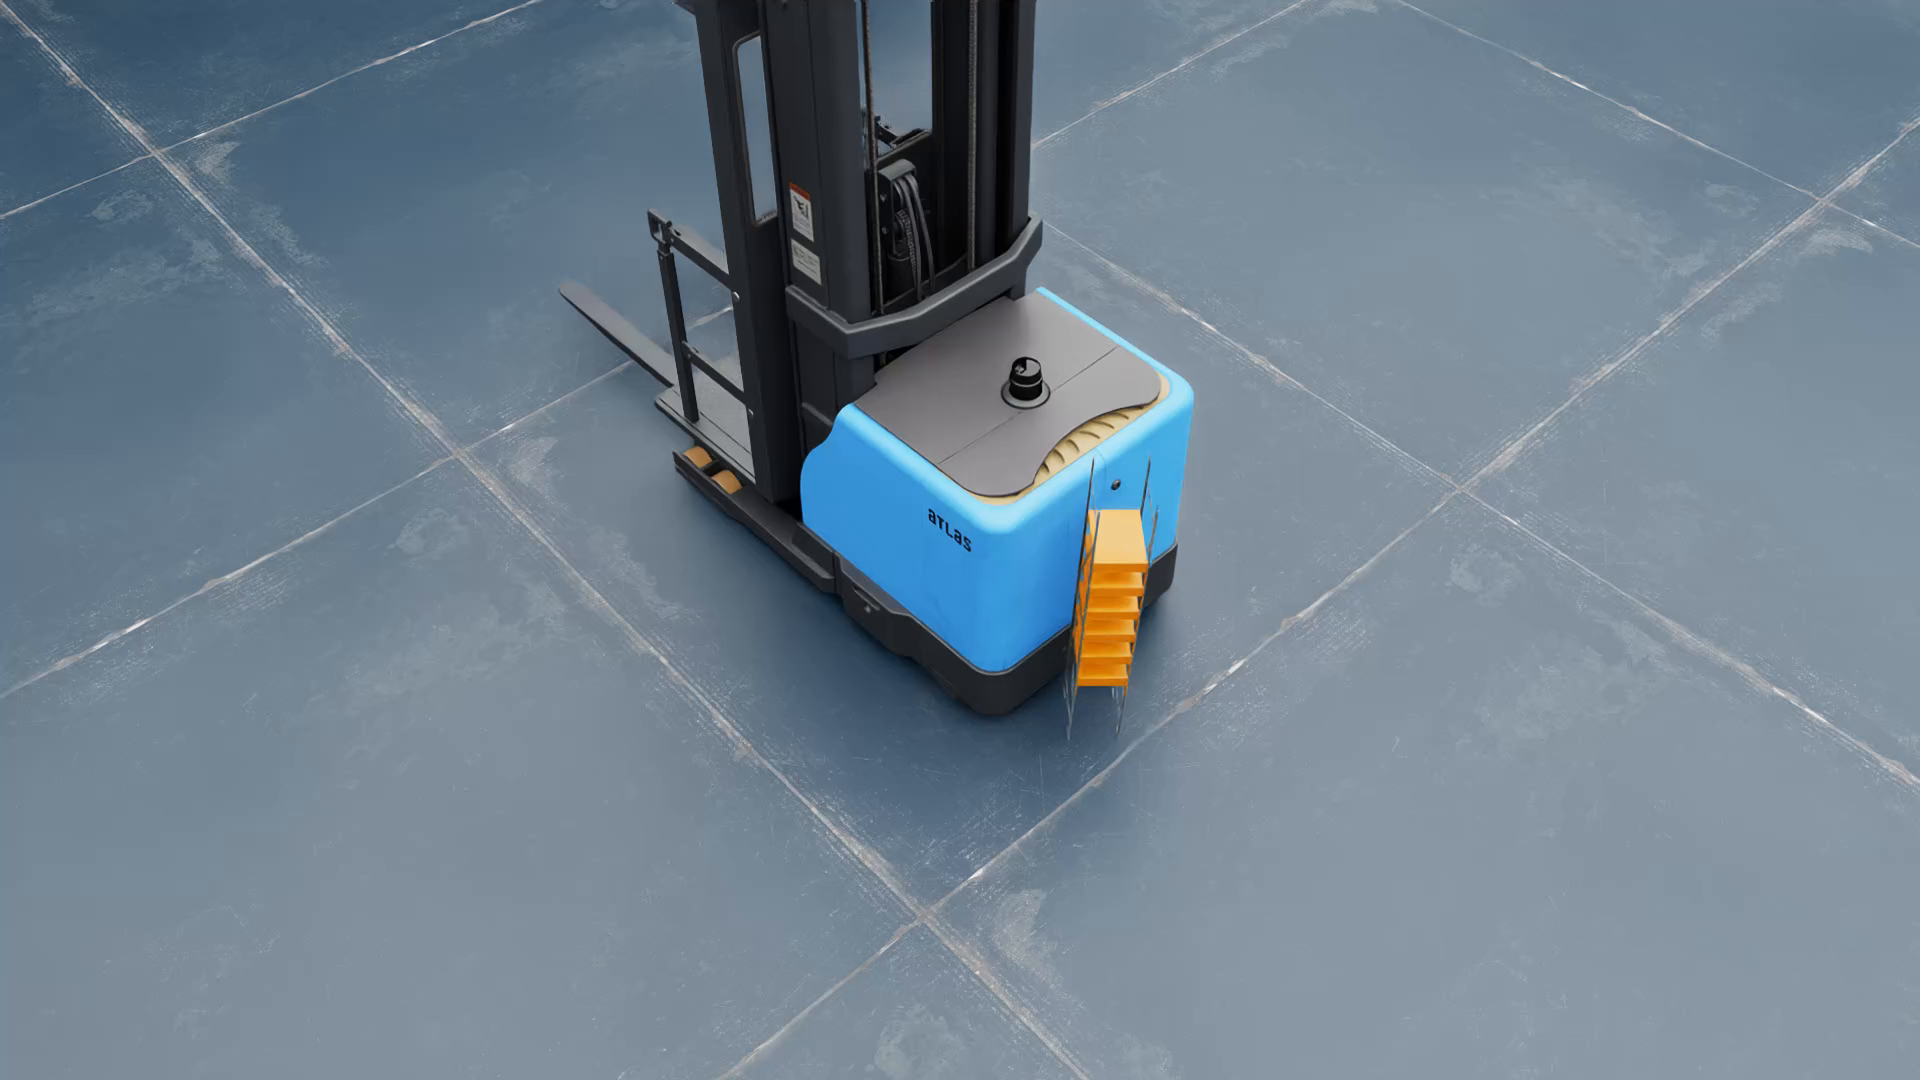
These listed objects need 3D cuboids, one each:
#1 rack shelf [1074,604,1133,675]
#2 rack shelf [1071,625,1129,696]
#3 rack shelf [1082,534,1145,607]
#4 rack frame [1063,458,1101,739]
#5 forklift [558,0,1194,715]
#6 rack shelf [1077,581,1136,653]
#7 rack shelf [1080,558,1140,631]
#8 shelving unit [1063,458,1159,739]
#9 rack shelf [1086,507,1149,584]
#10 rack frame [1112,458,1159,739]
[{"bbox_3d":[0.498,0.343,5.836,0.180,0.103,0.258,0,47,-3],"label":"rack shelf"},{"bbox_3d":[0.494,0.425,5.924,0.180,0.103,0.258,0,47,-3],"label":"rack shelf"},{"bbox_3d":[0.510,0.099,5.572,0.180,0.103,0.258,0,47,-3],"label":"rack shelf"},{"bbox_3d":[0.412,0.232,5.711,0.006,1.200,0.240,0,47,-3],"label":"rack frame"},{"bbox_3d":[-0.540,-1.348,5.999,1.130,2.935,3.031,-35,56,-28],"label":"forklift"},{"bbox_3d":[0.502,0.262,5.748,0.180,0.103,0.258,0,47,-3],"label":"rack shelf"},{"bbox_3d":[0.506,0.180,5.660,0.180,0.103,0.258,0,47,-3],"label":"rack shelf"},{"bbox_3d":[0.504,0.232,5.716,0.189,1.200,0.258,0,47,-3],"label":"shelving unit"},{"bbox_3d":[0.514,0.017,5.484,0.180,0.103,0.258,0,47,-3],"label":"rack shelf"},{"bbox_3d":[0.595,0.232,5.720,0.006,1.200,0.240,0,47,-3],"label":"rack frame"}]
